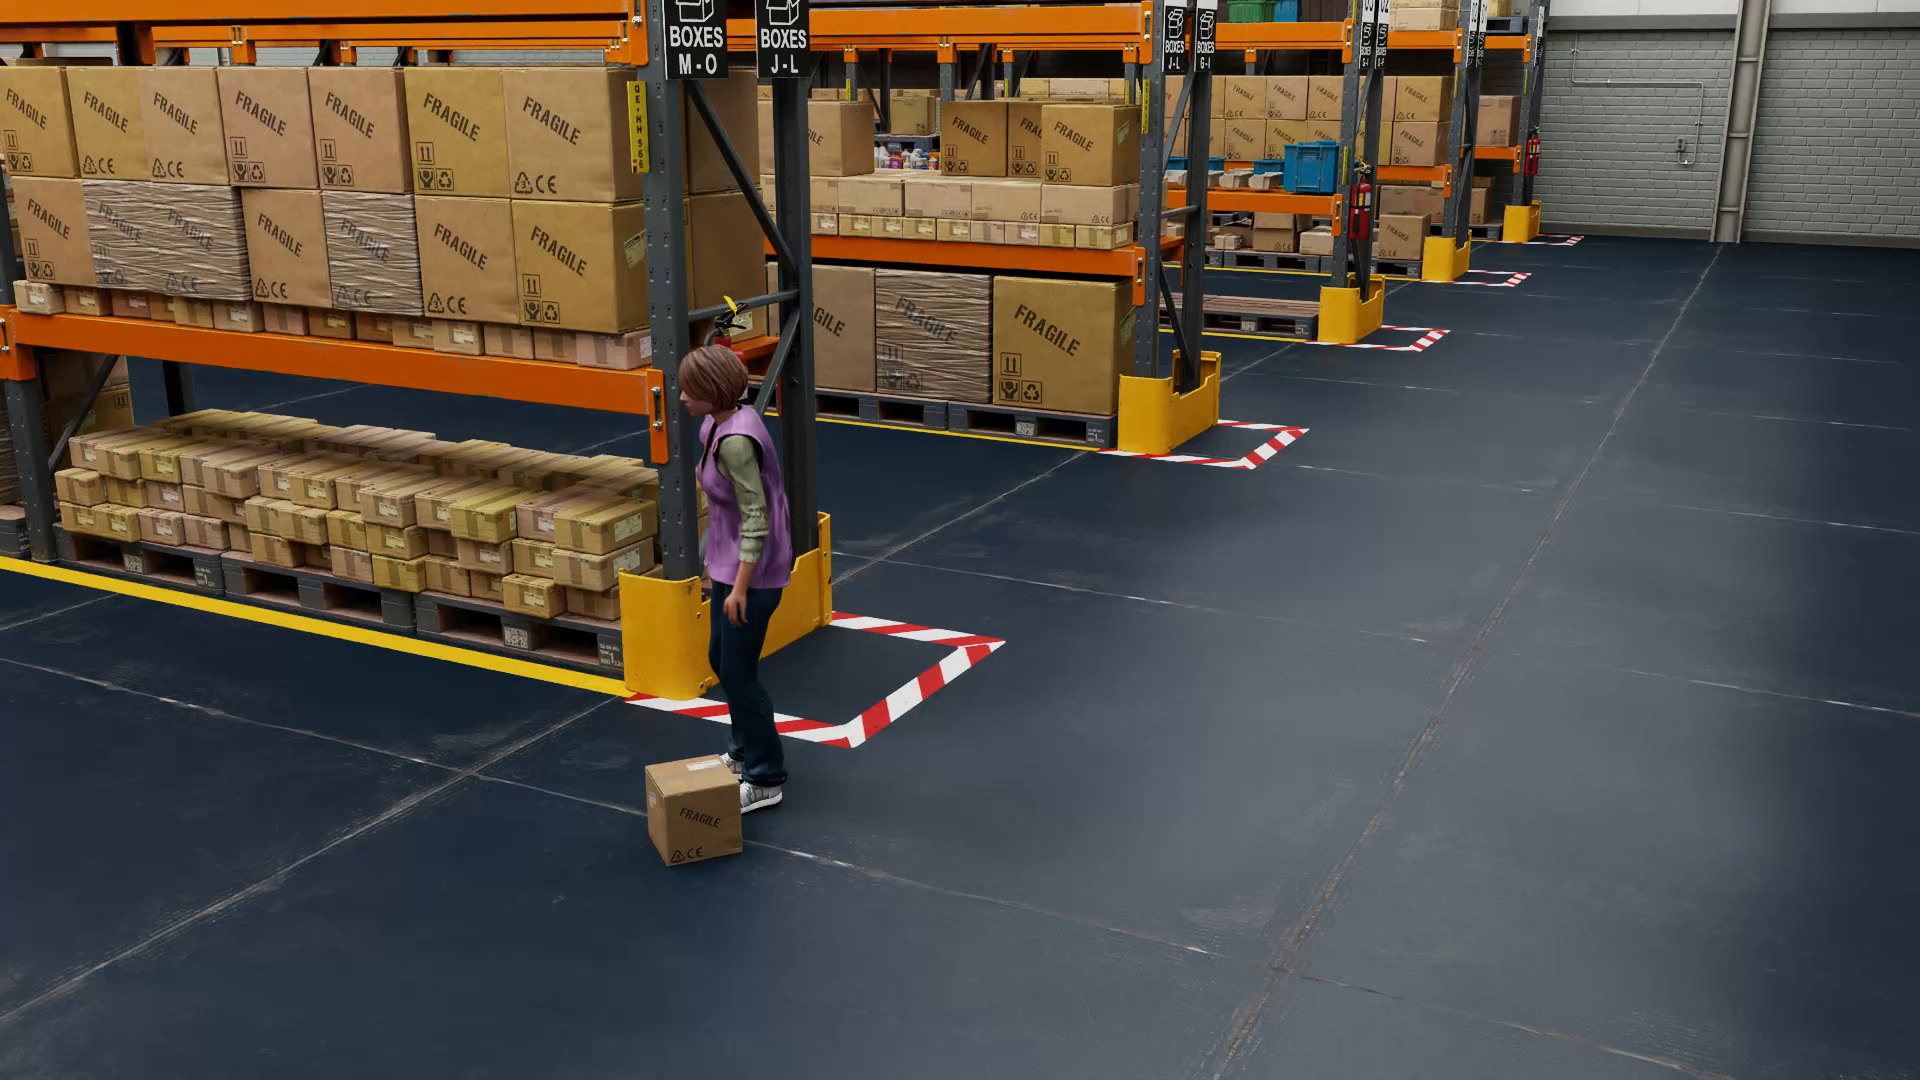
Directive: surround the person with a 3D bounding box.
[{"bbox_3d":[-0.745,0.131,5.598,0.344,1.592,0.460,-5,17,-16],"label":"person"}]
